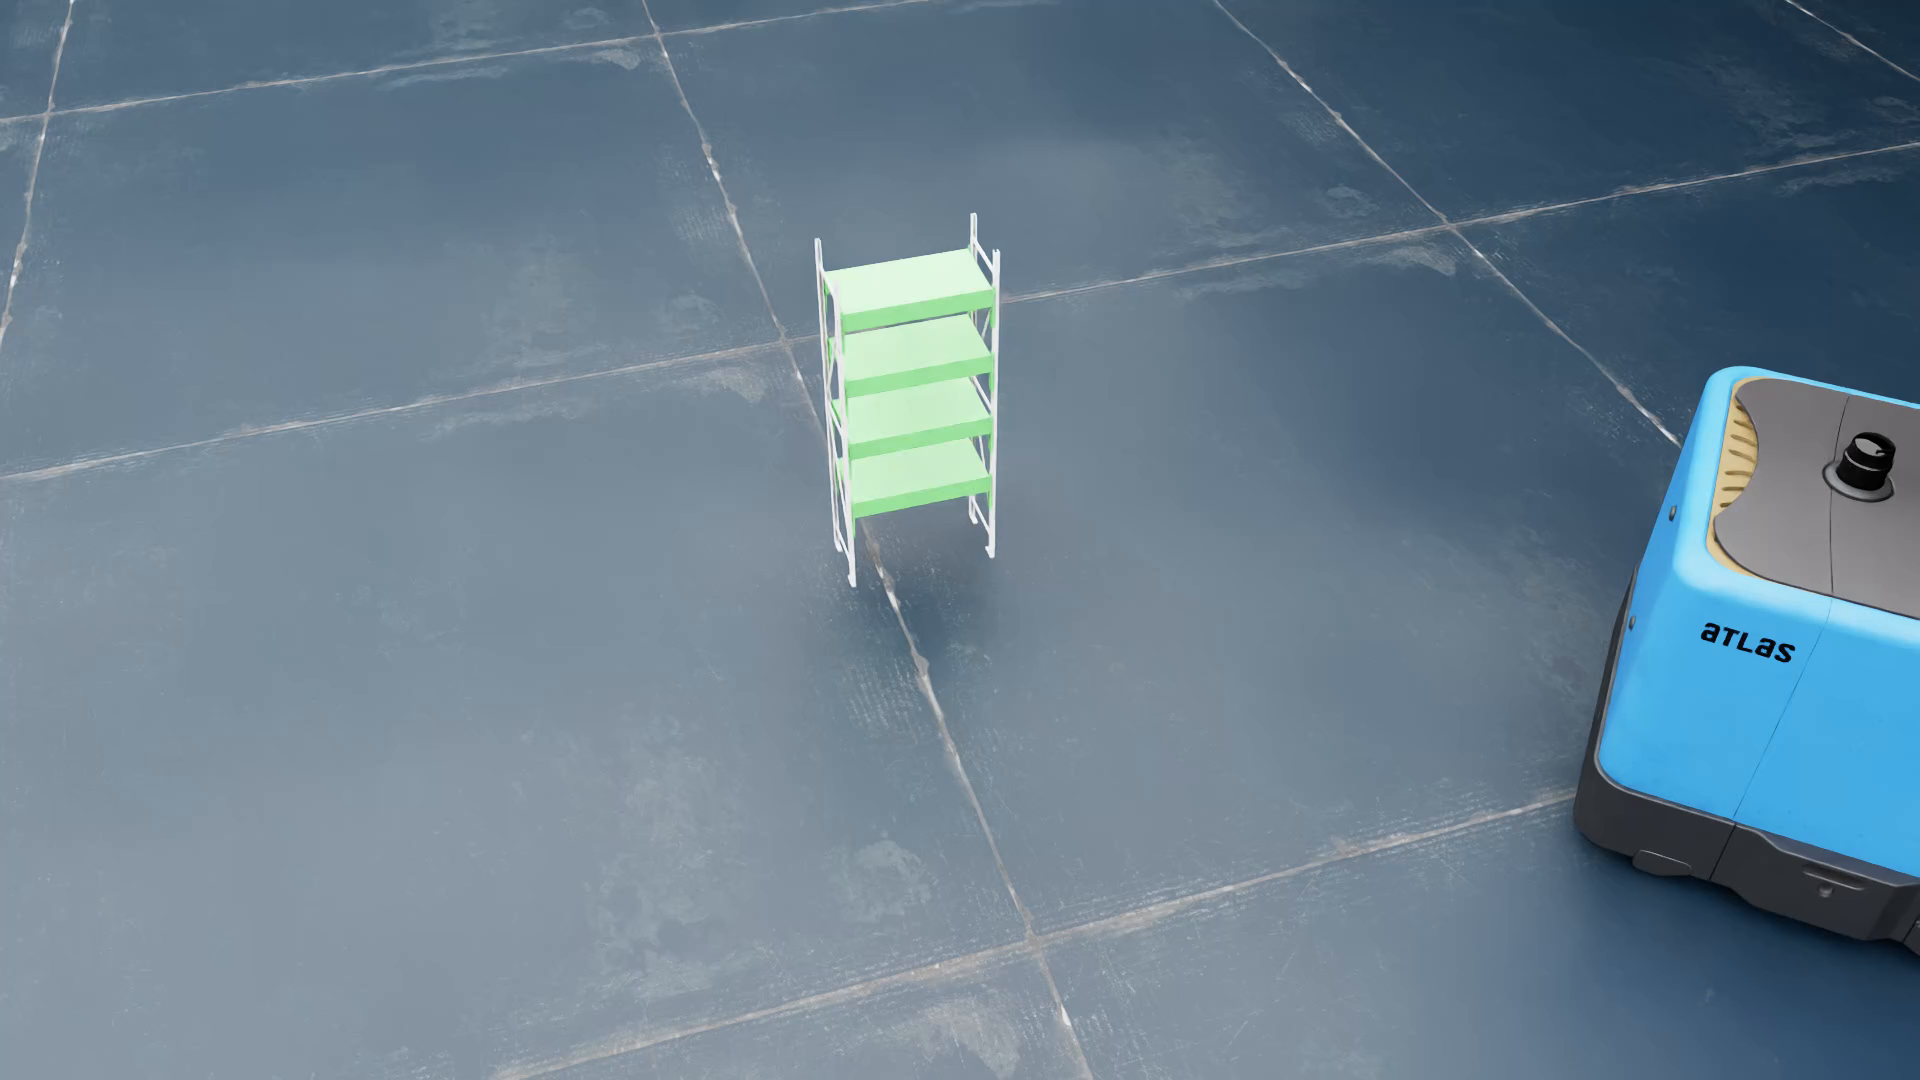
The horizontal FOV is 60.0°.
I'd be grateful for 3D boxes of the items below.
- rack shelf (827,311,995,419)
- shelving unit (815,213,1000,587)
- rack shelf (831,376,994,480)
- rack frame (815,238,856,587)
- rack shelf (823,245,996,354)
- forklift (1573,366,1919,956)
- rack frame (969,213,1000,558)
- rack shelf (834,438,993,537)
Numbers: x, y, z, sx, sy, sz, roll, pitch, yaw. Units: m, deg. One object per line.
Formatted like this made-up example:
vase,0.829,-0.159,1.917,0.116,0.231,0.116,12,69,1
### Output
rack shelf,-0.158,-0.552,5.202,0.480,0.148,0.258,-12,42,-13
shelving unit,-0.158,-0.419,5.318,0.503,1.200,0.258,-12,42,-13
rack shelf,-0.158,-0.371,5.360,0.480,0.148,0.258,-12,42,-13
rack frame,-0.391,-0.371,5.263,0.015,1.200,0.240,-12,42,-13
rack shelf,-0.158,-0.733,5.044,0.480,0.148,0.258,-12,42,-13
forklift,3.307,-0.118,3.658,3.031,2.935,1.130,17,44,18
rack frame,0.075,-0.467,5.373,0.015,1.200,0.240,-12,42,-13
rack shelf,-0.158,-0.190,5.518,0.480,0.148,0.258,-12,42,-13
